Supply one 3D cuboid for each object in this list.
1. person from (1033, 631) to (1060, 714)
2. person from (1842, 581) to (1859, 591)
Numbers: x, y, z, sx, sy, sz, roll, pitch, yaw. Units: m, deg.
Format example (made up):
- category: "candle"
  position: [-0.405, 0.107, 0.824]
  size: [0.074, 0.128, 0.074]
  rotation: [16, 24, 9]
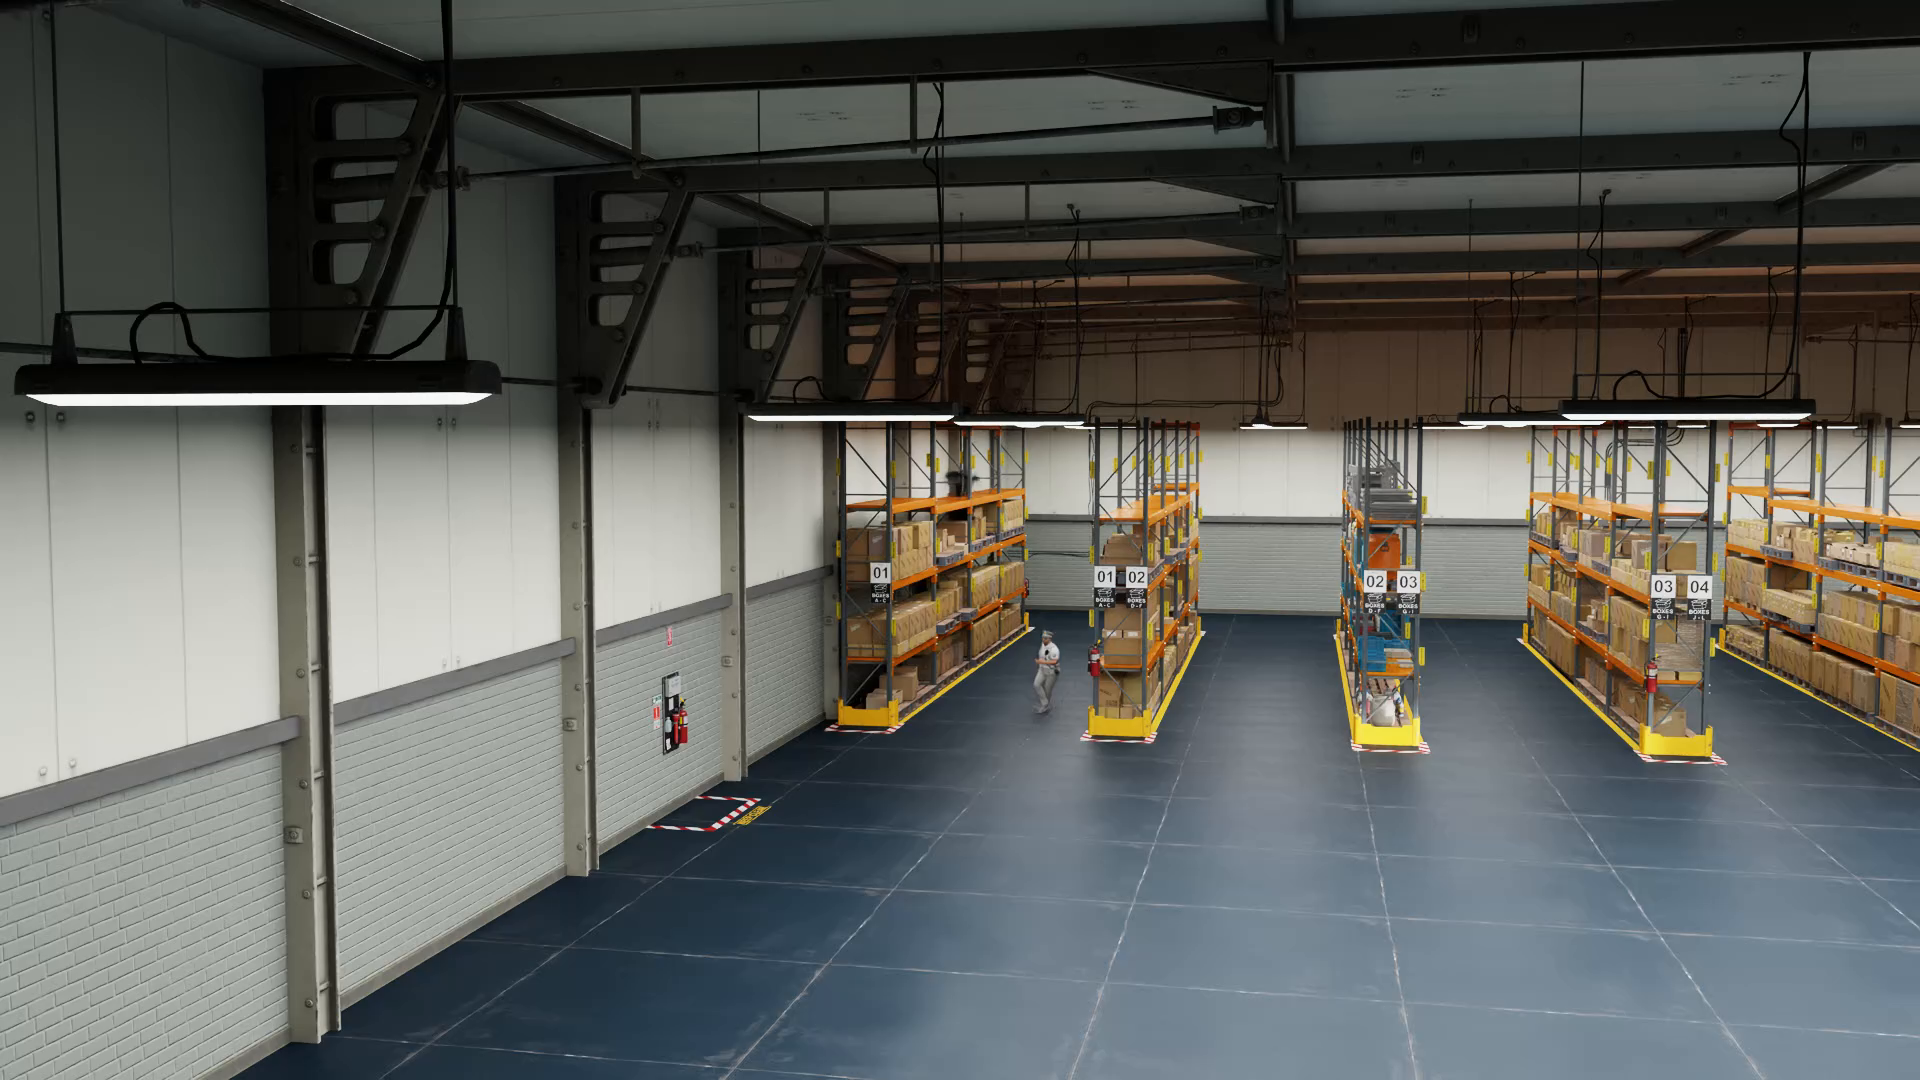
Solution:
- category: "person"
  position: [1.763, 2.666, 33.889]
  size: [0.793, 1.700, 0.712]
  rotation: [3, 5, 39]
- category: "person"
  position: [24.704, 1.807, 46.133]
  size: [0.991, 1.769, 0.660]
  rotation: [-1, 4, -10]
